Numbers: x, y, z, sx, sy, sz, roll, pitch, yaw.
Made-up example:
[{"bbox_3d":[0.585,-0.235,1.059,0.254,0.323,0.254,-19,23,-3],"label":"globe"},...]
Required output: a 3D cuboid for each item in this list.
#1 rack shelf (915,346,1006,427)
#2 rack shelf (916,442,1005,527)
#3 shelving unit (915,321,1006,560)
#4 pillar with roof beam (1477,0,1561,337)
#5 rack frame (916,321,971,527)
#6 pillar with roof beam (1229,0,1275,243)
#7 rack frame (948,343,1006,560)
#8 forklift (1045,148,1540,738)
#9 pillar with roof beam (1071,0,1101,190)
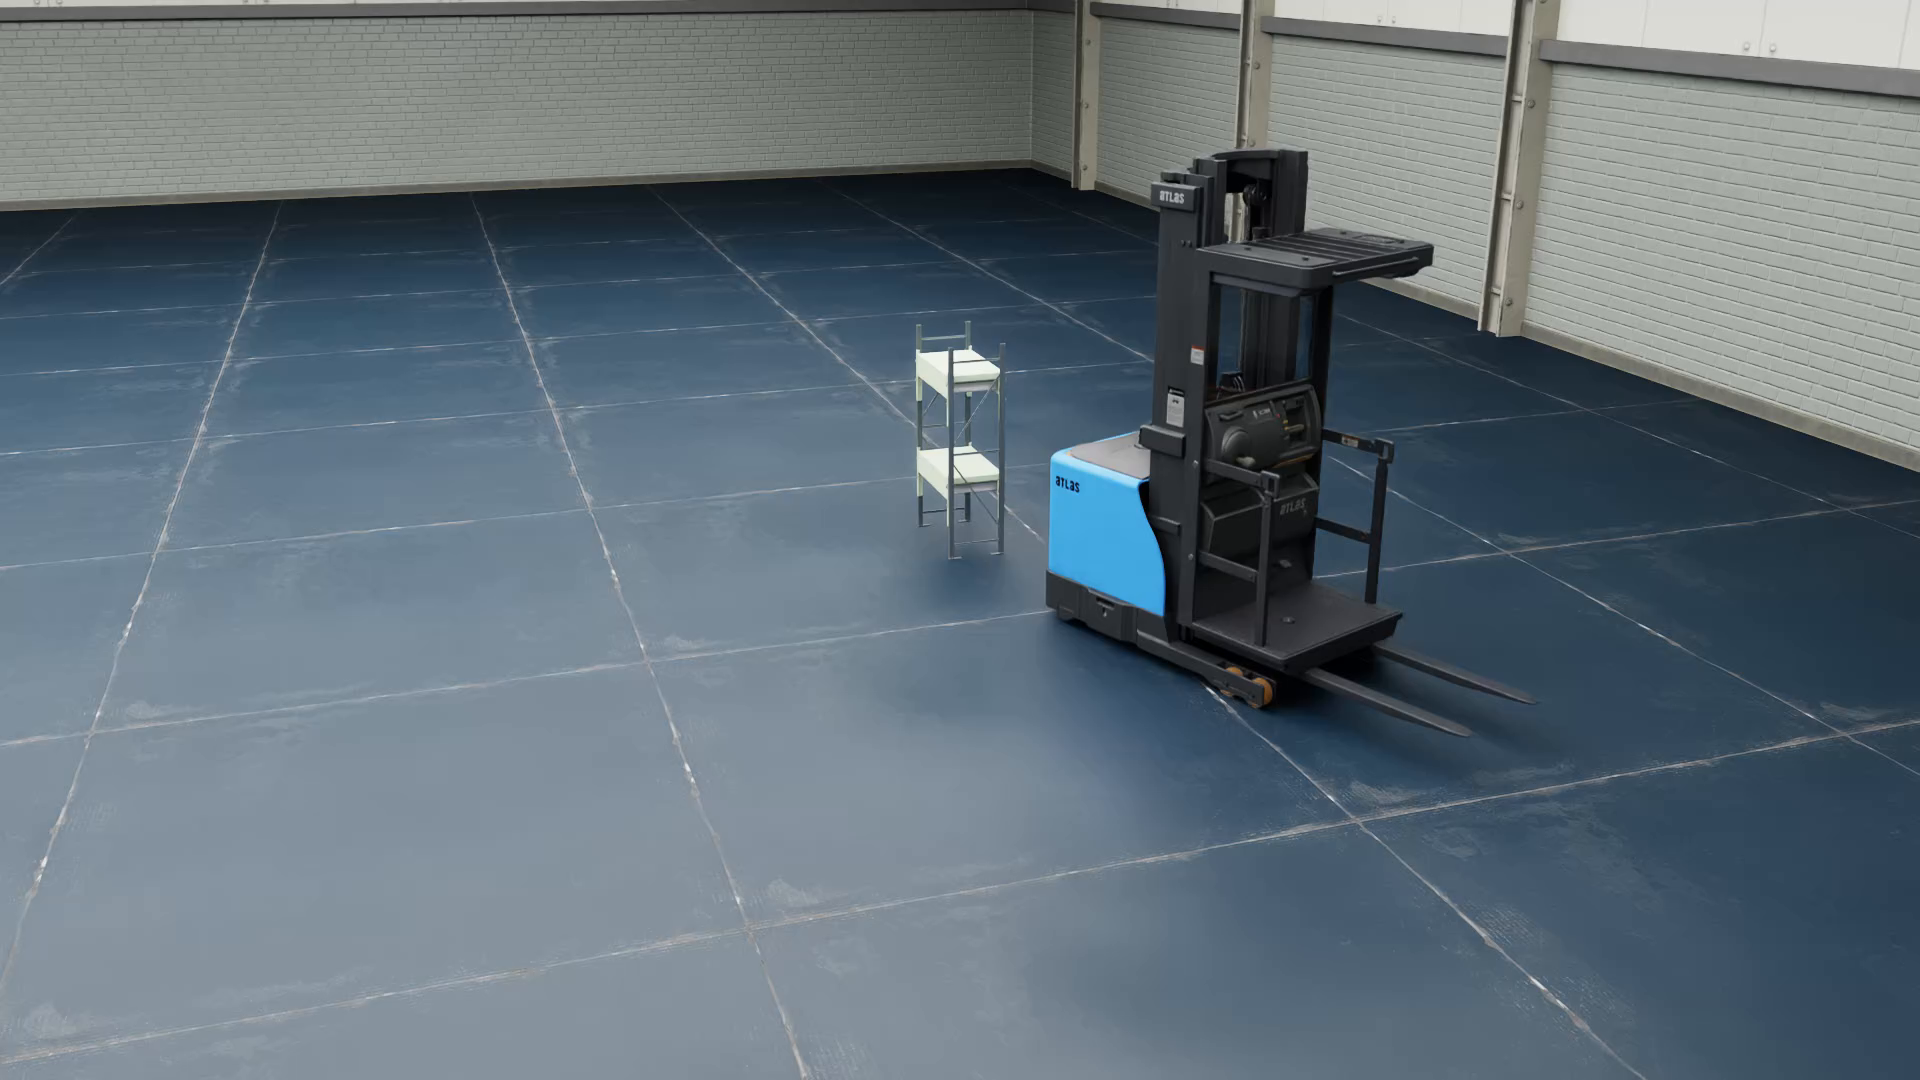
[{"bbox_3d":[-0.002,-1.075,11.537,0.431,0.370,0.720,-6,21,-17],"label":"rack shelf"},{"bbox_3d":[-0.002,-0.401,11.779,0.431,0.370,0.720,-6,21,-17],"label":"rack shelf"},{"bbox_3d":[-0.002,-0.708,11.669,0.431,1.500,0.755,-6,21,-17],"label":"shelving unit"},{"bbox_3d":[1.840,-6.057,15.468,9.100,9.000,0.400,-6,21,-17],"label":"pillar with roof beam"},{"bbox_3d":[-0.117,-0.825,11.996,0.400,1.500,0.023,-6,21,-17],"label":"rack frame"},{"bbox_3d":[-0.046,-7.983,20.829,9.100,9.000,0.400,-6,21,-17],"label":"pillar with roof beam"},{"bbox_3d":[0.113,-0.591,11.342,0.400,1.500,0.023,-6,21,-17],"label":"rack frame"},{"bbox_3d":[1.872,-0.632,9.340,1.130,2.935,3.031,-16,25,-37],"label":"forklift"},{"bbox_3d":[-1.931,-9.908,26.190,9.100,9.000,0.400,-6,21,-17],"label":"pillar with roof beam"}]
